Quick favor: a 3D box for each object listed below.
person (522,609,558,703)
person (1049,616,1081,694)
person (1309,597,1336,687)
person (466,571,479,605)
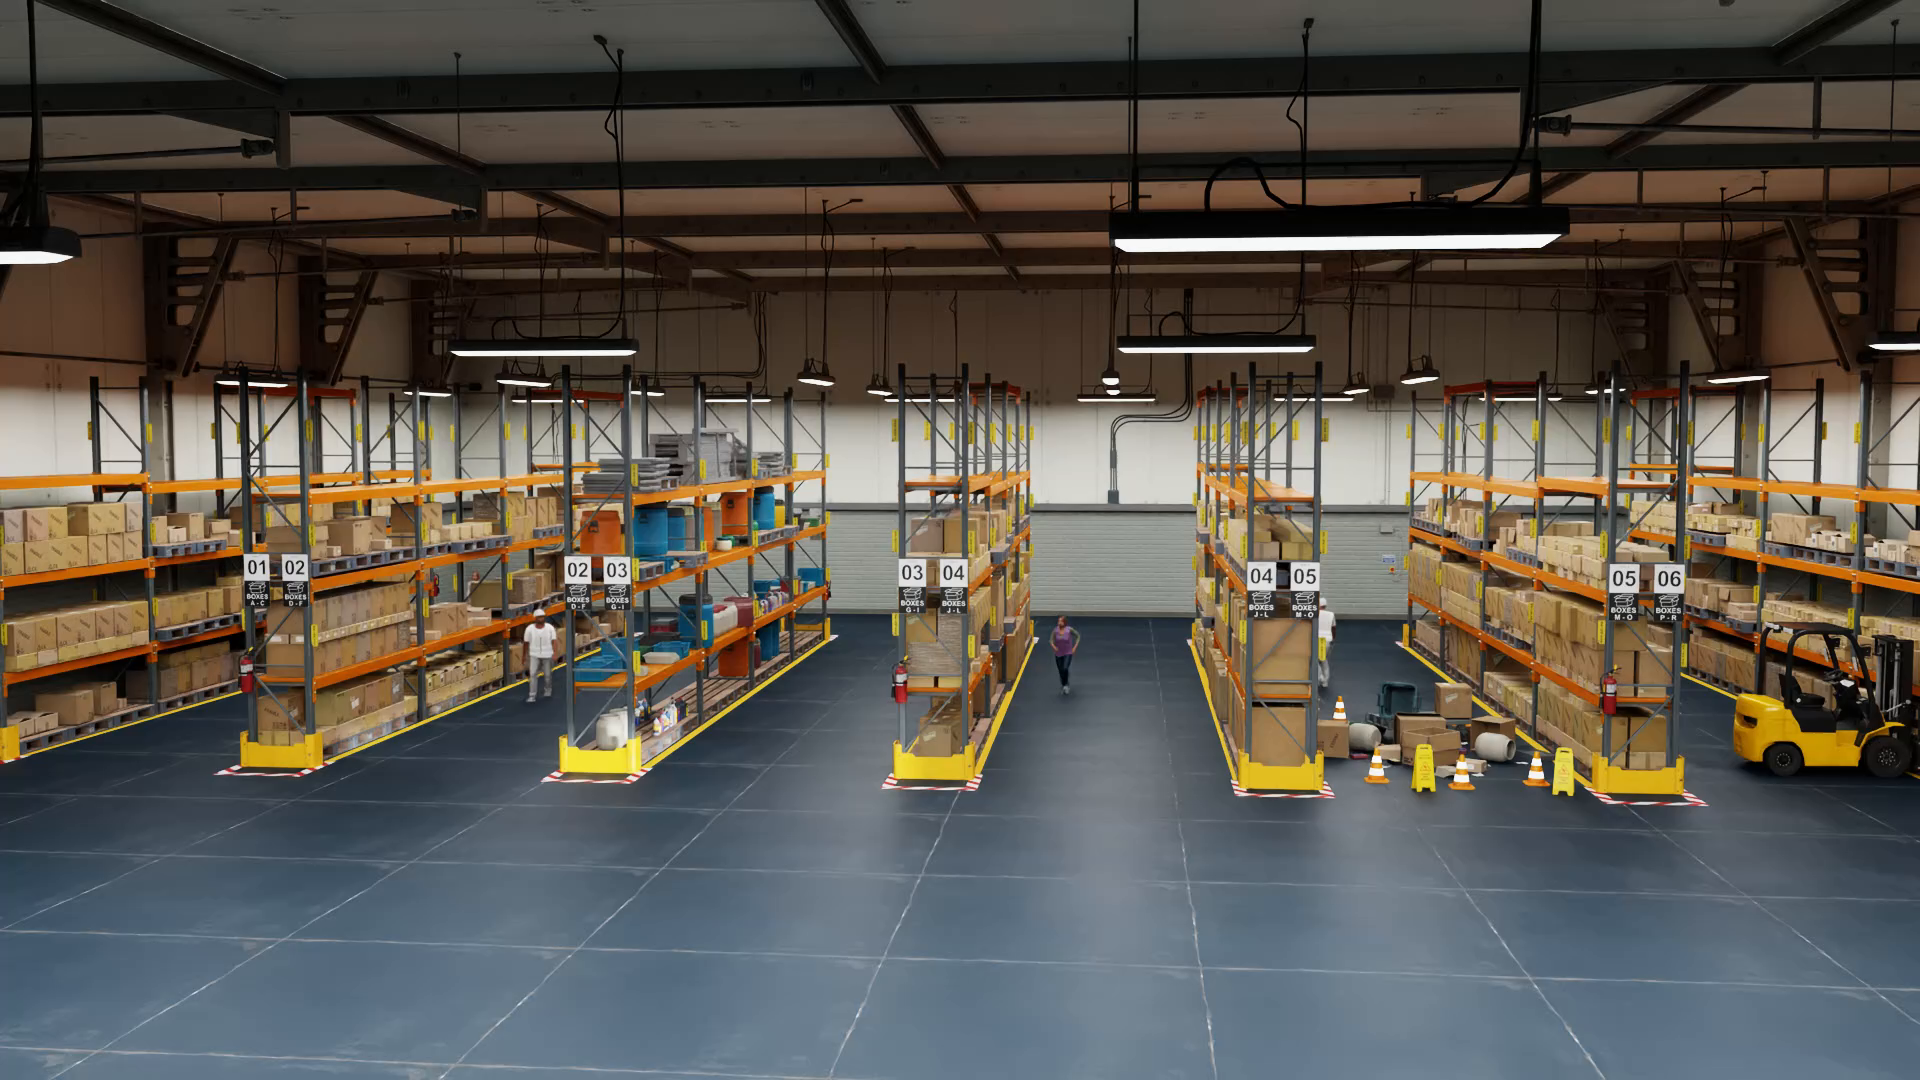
[{"bbox_3d":[-7.831,2.140,30.944,0.674,1.698,1.090,-1,4,-9],"label":"person"},{"bbox_3d":[2.004,2.189,31.738,0.579,1.518,0.798,1,4,15],"label":"person"},{"bbox_3d":[7.162,2.024,32.861,0.643,1.761,0.654,-1,4,-17],"label":"person"},{"bbox_3d":[-12.015,1.553,41.326,0.477,1.555,0.899,-1,4,-10],"label":"person"}]
